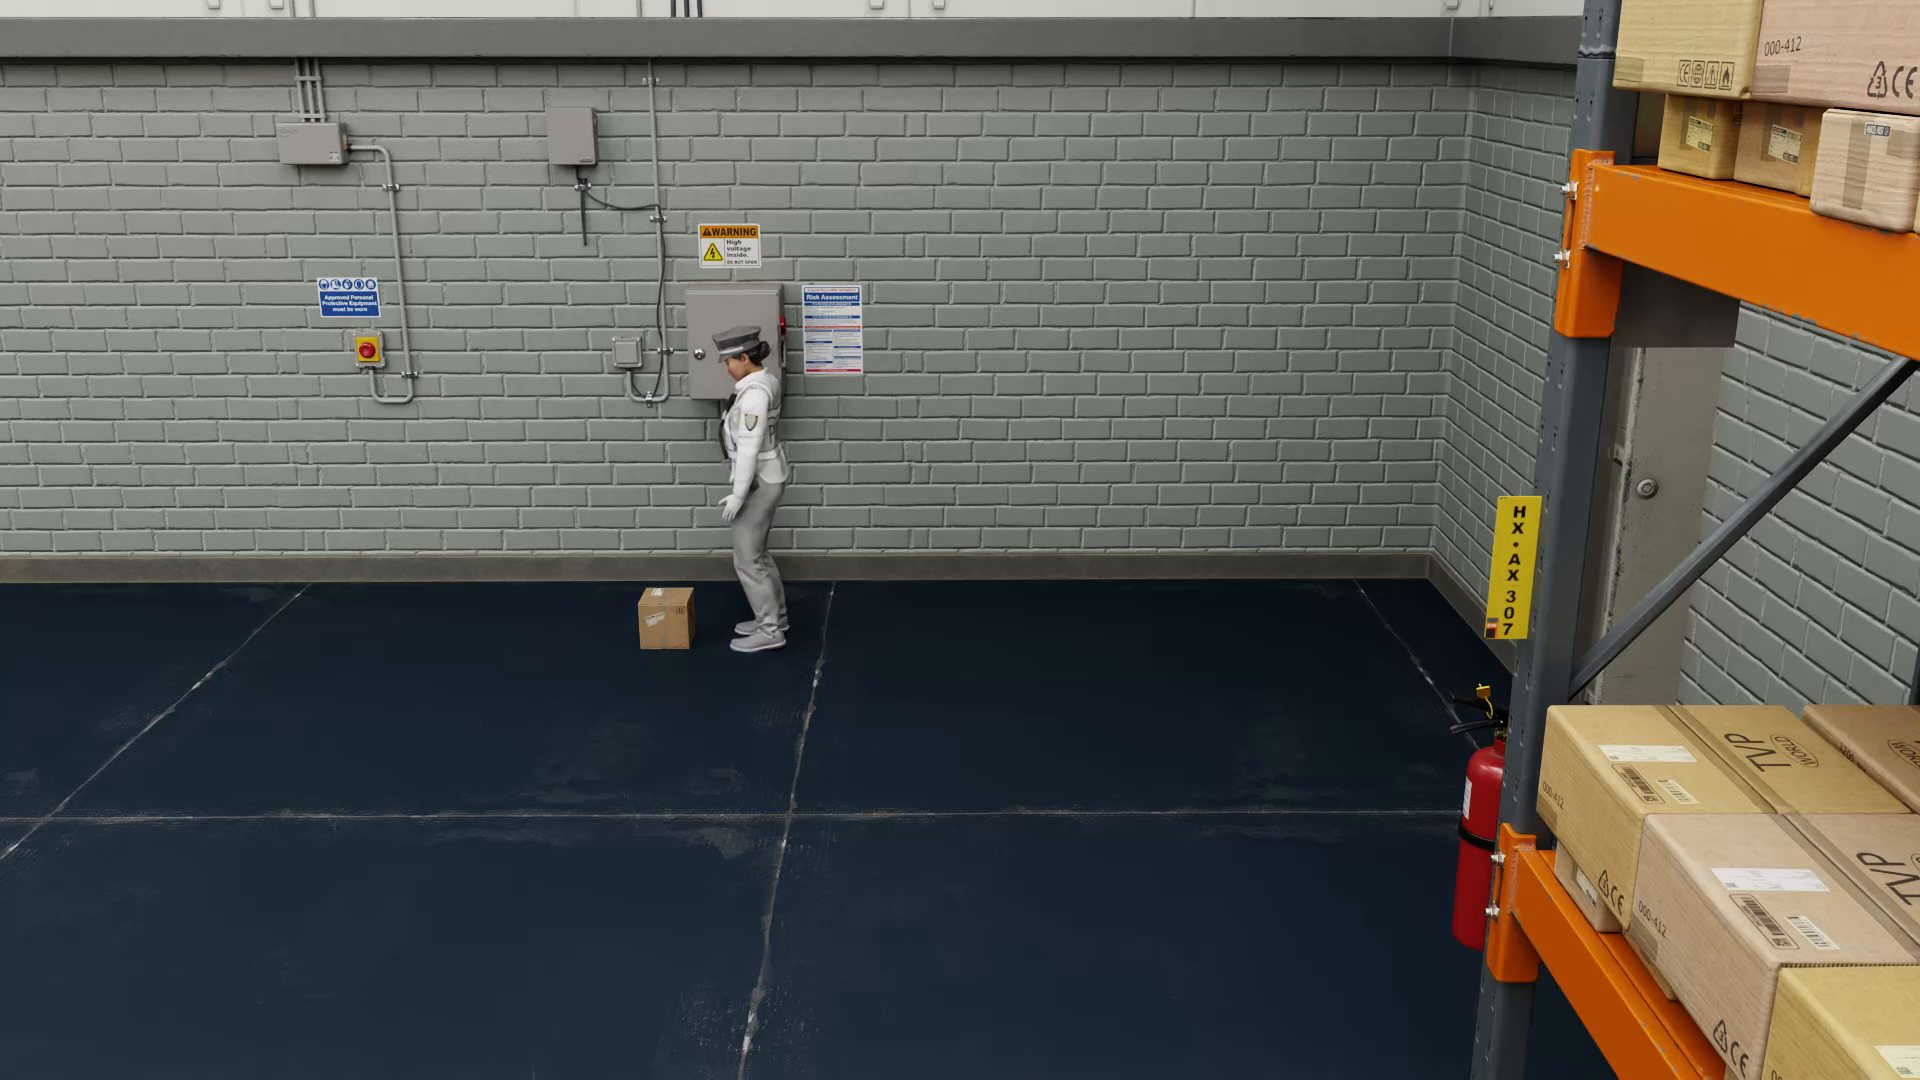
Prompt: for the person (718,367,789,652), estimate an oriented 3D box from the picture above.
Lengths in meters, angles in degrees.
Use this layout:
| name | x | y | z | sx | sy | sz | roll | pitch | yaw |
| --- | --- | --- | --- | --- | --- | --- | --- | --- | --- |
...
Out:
| name | x | y | z | sx | sy | sz | roll | pitch | yaw |
| --- | --- | --- | --- | --- | --- | --- | --- | --- | --- |
| person | -1.035 | -0.156 | 8.428 | 0.328 | 1.449 | 0.479 | 0 | 17 | 0 |
